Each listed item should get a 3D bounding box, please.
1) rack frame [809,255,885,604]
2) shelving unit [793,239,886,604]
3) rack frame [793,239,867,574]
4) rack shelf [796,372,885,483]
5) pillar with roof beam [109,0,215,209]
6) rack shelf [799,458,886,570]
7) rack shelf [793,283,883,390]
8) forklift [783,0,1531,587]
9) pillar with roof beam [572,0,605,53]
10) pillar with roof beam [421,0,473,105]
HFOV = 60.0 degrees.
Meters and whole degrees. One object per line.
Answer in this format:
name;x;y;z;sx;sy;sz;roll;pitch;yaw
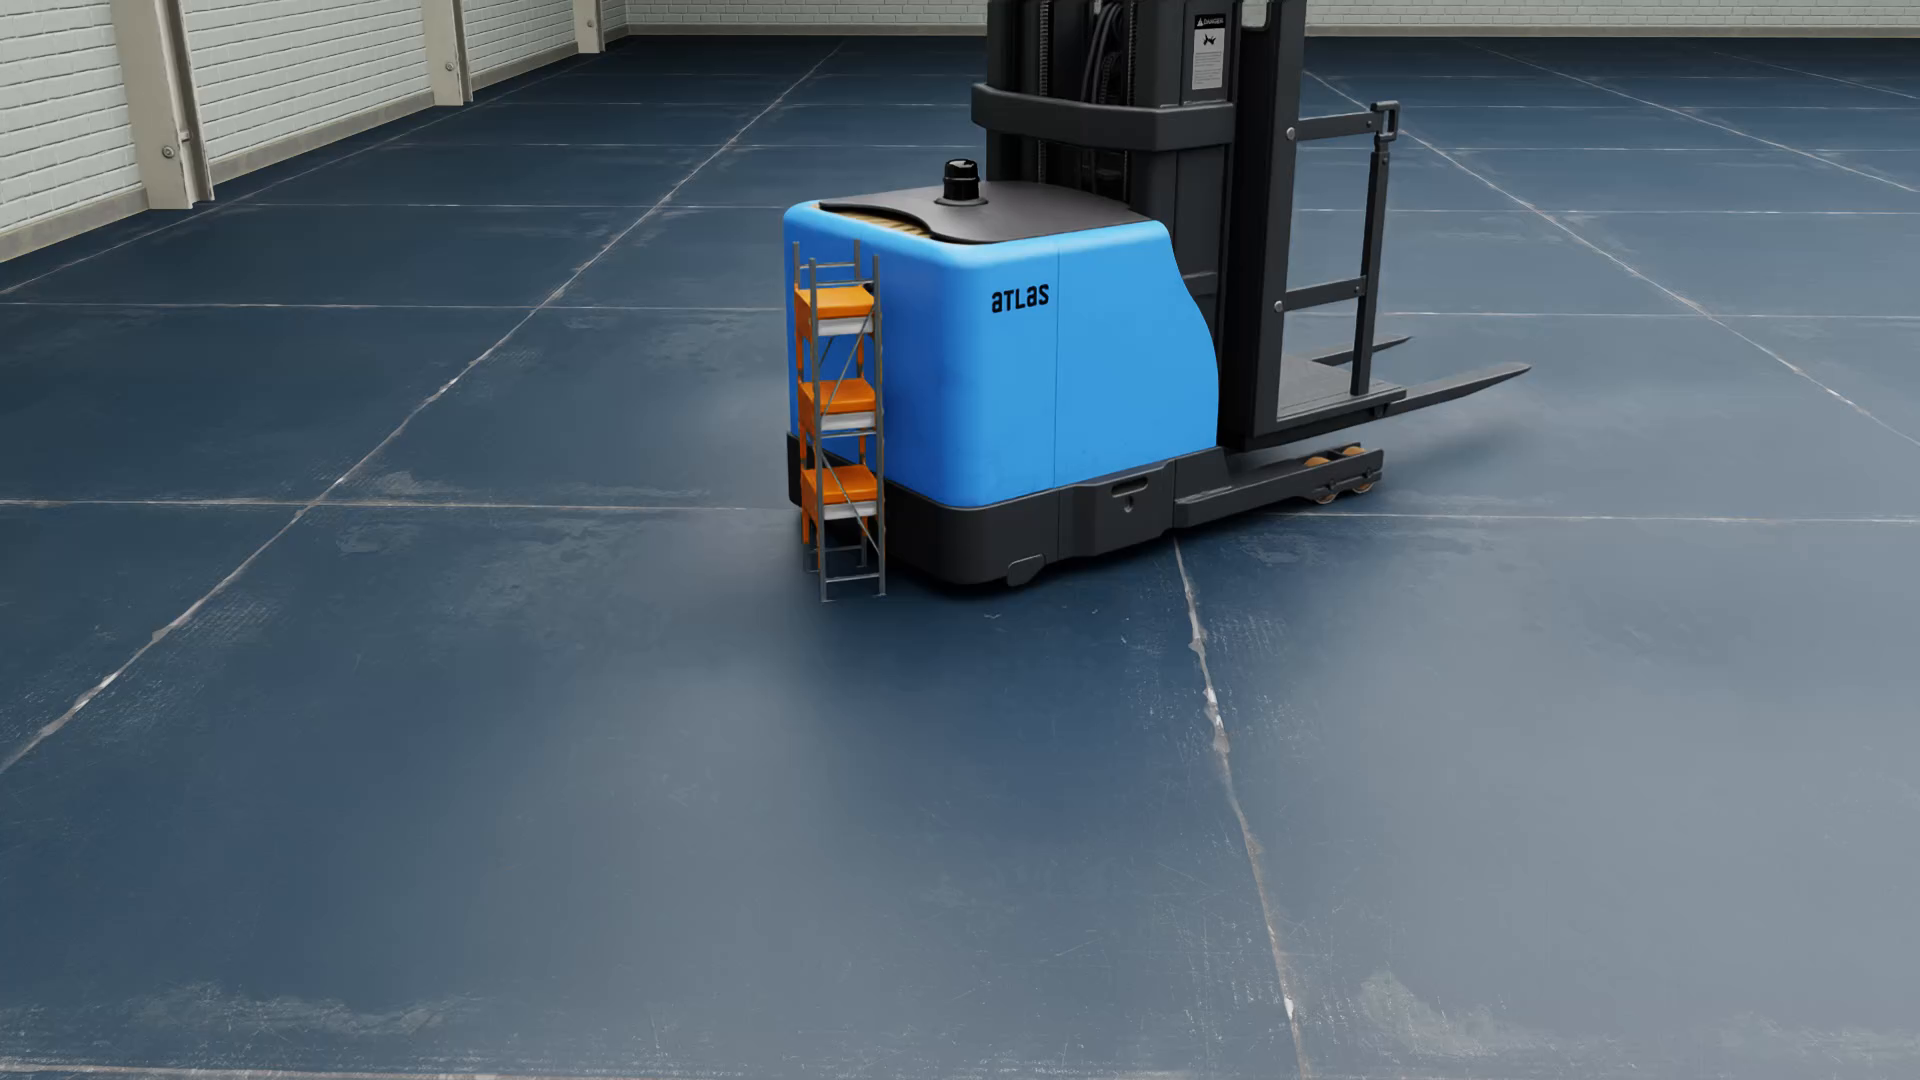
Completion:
rack frame;-0.325;-0.308;4.871;0.200;1.050;0.008;-6;22;-15
shelving unit;-0.359;-0.350;4.981;0.215;1.050;0.252;-6;22;-15
rack frame;-0.393;-0.393;5.090;0.200;1.050;0.008;-6;22;-15
rack shelf;-0.359;-0.341;4.984;0.215;0.259;0.240;-6;22;-15
pillar with roof beam;-1.107;-6.480;9.790;9.100;9.000;0.400;1;21;2
rack shelf;-0.359;-0.081;5.085;0.215;0.259;0.240;-6;22;-15
rack shelf;-0.359;-0.605;4.882;0.215;0.259;0.240;-6;22;-15
forklift;0.899;-1.630;5.677;3.031;2.935;1.130;-15;26;-34
pillar with roof beam;-0.742;-10.819;20.972;9.100;9.000;0.400;1;21;2
pillar with roof beam;-0.924;-8.649;15.381;9.100;9.000;0.400;1;21;2
